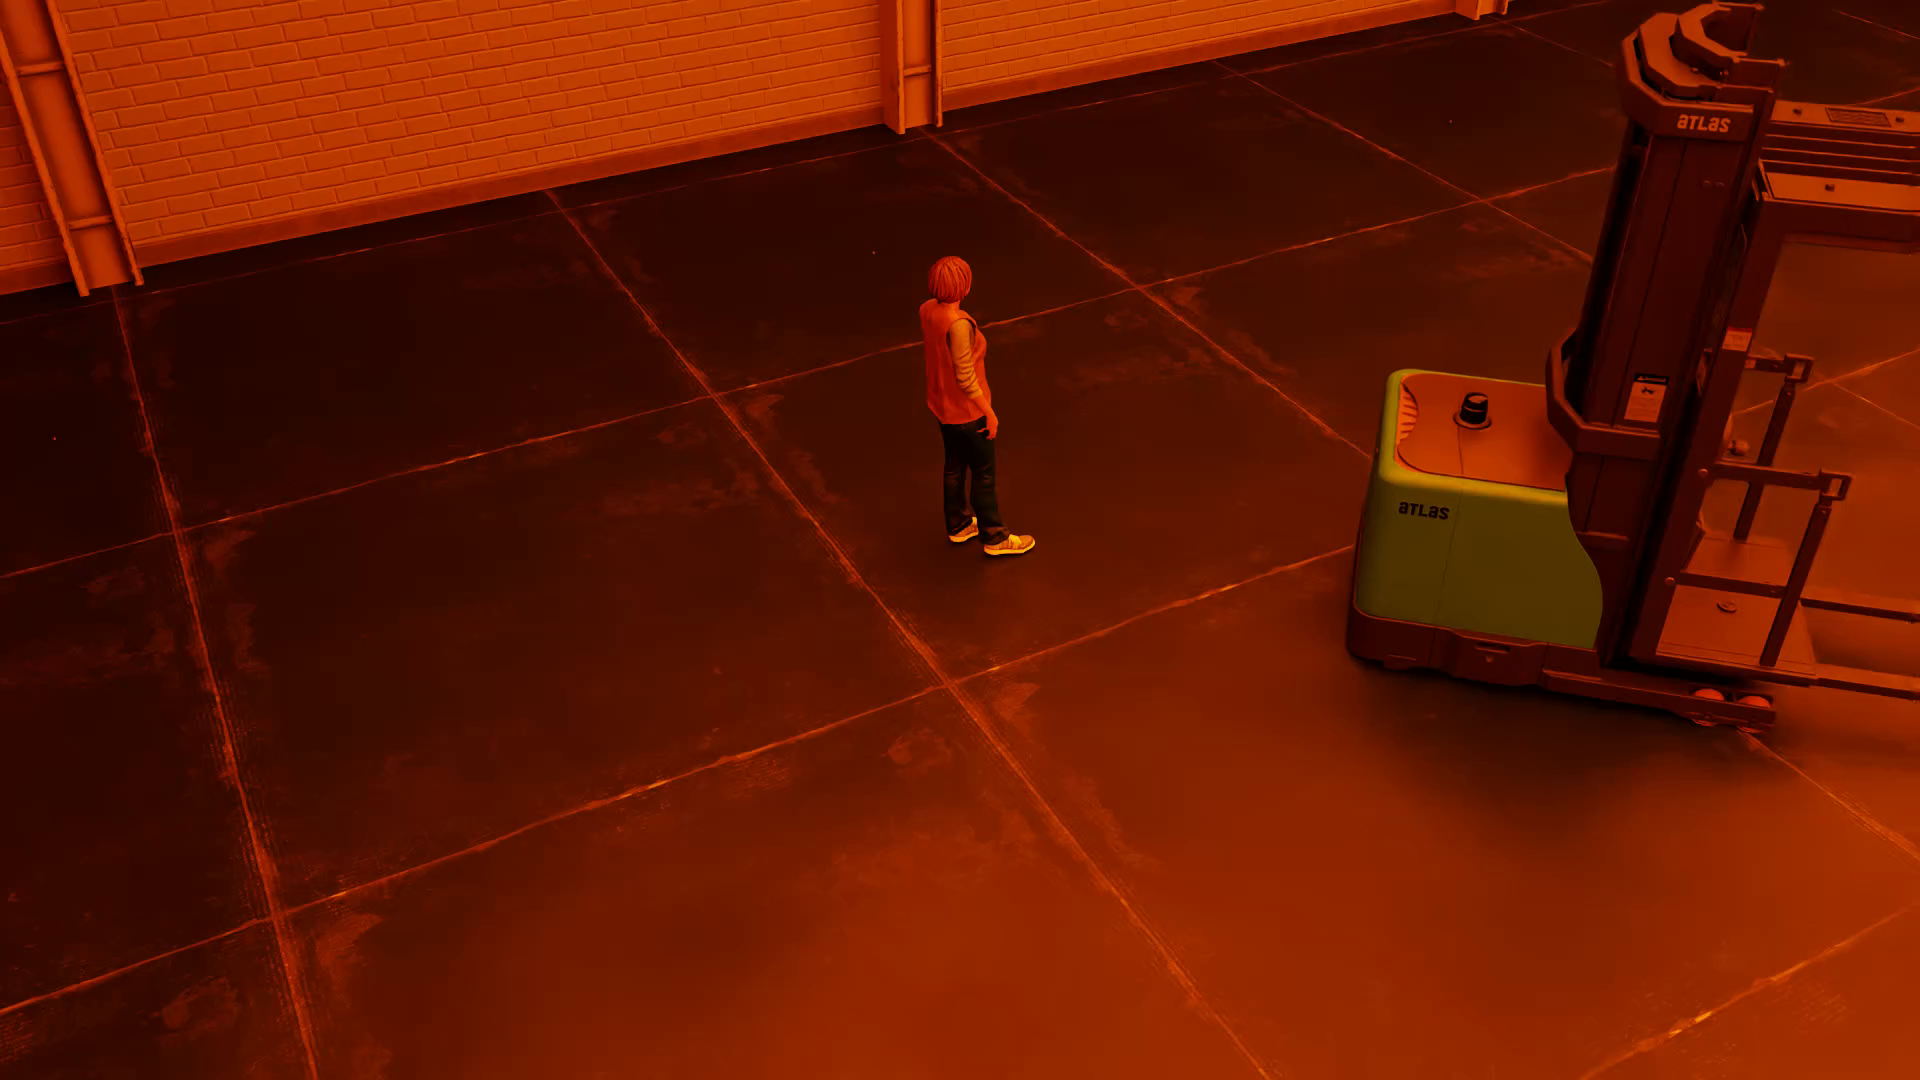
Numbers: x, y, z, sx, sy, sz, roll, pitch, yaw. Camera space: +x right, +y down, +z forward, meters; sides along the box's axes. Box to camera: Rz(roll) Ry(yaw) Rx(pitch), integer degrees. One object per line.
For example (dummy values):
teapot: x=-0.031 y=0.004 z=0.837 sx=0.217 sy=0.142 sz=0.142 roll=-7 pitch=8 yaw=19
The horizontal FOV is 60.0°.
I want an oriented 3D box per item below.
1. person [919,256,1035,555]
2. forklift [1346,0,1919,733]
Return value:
person: x=0.073 y=-0.669 z=8.213 sx=0.476 sy=1.596 sz=0.513 roll=-17 pitch=39 yaw=-23
forklift: x=3.395 y=-0.674 z=7.077 sx=3.031 sy=2.935 sz=1.130 roll=8 pitch=36 yaw=12
